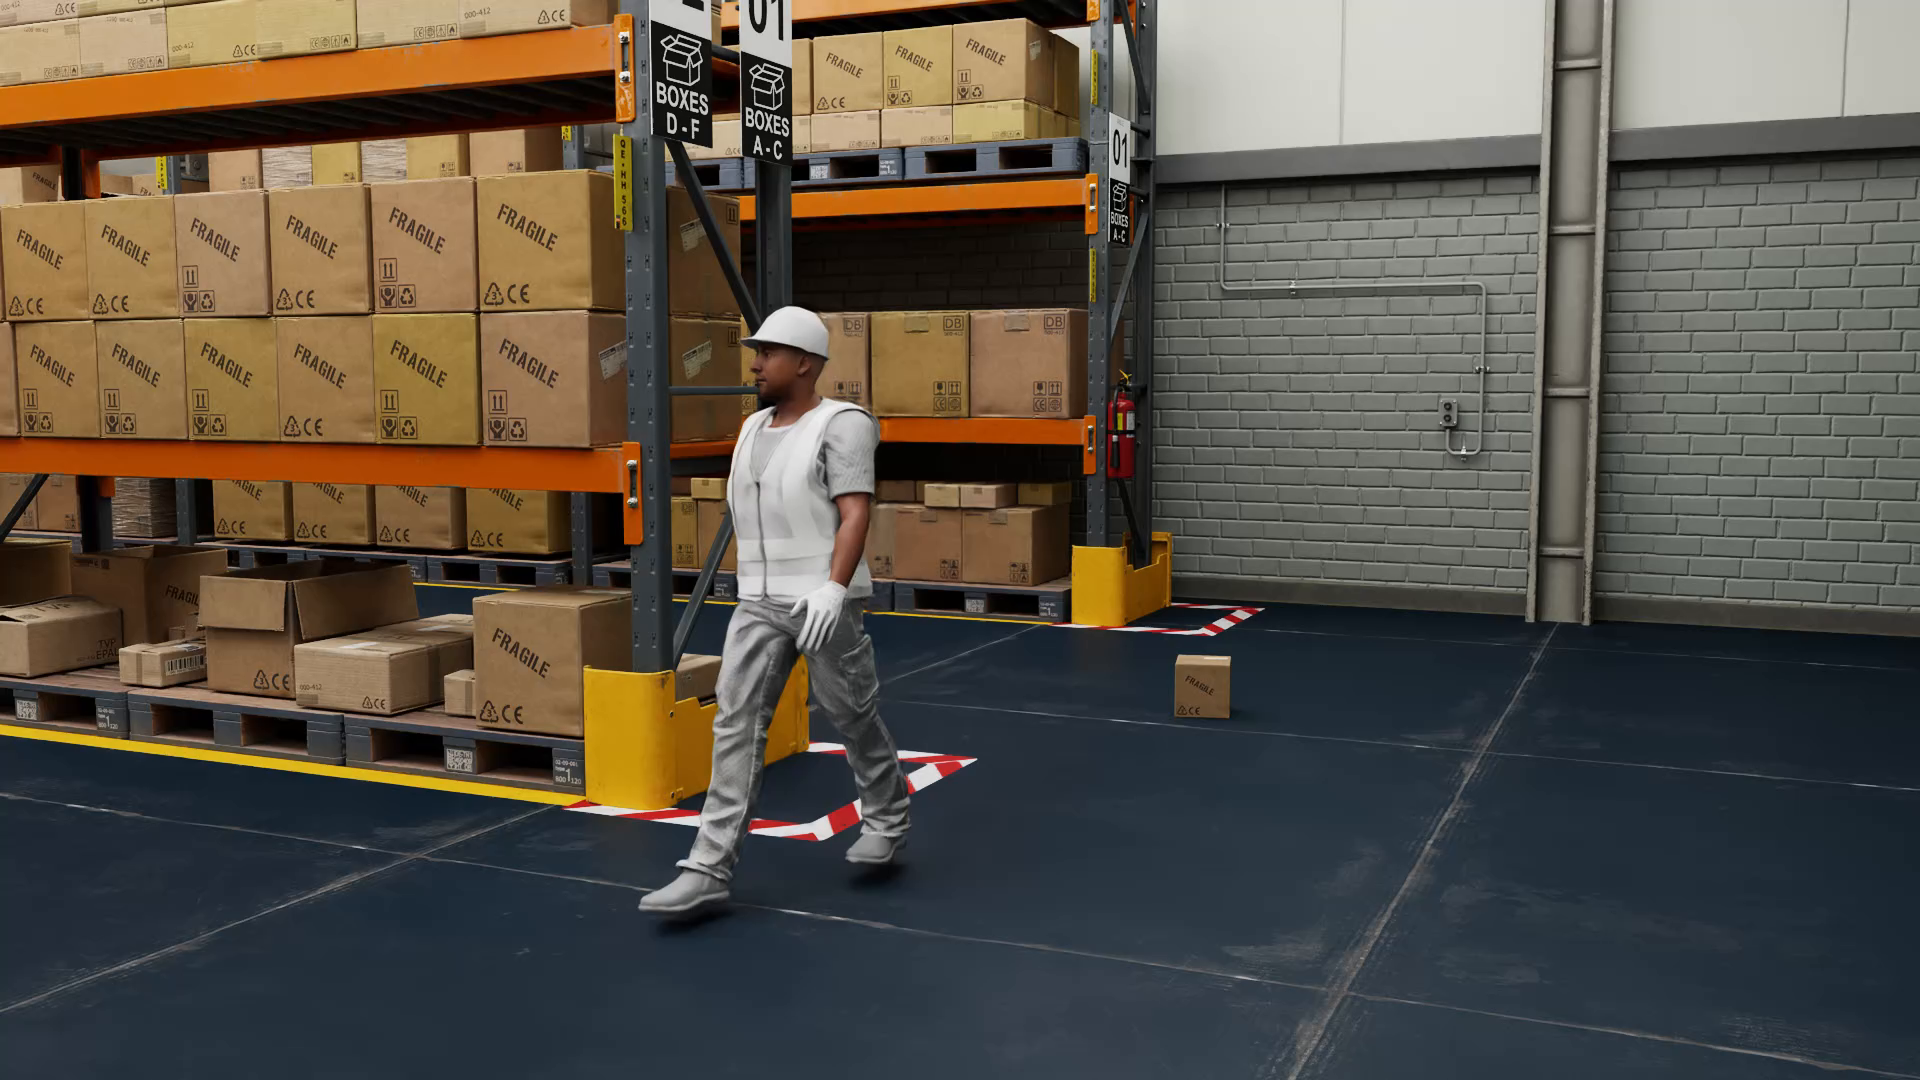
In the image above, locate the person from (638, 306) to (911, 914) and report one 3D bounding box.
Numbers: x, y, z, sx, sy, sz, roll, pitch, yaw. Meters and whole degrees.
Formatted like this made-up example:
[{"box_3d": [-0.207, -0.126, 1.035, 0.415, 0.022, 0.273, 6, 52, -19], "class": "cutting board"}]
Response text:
[{"box_3d": [-0.517, 0.180, 4.900, 0.611, 1.732, 1.008, 4, 7, 37], "class": "person"}]
